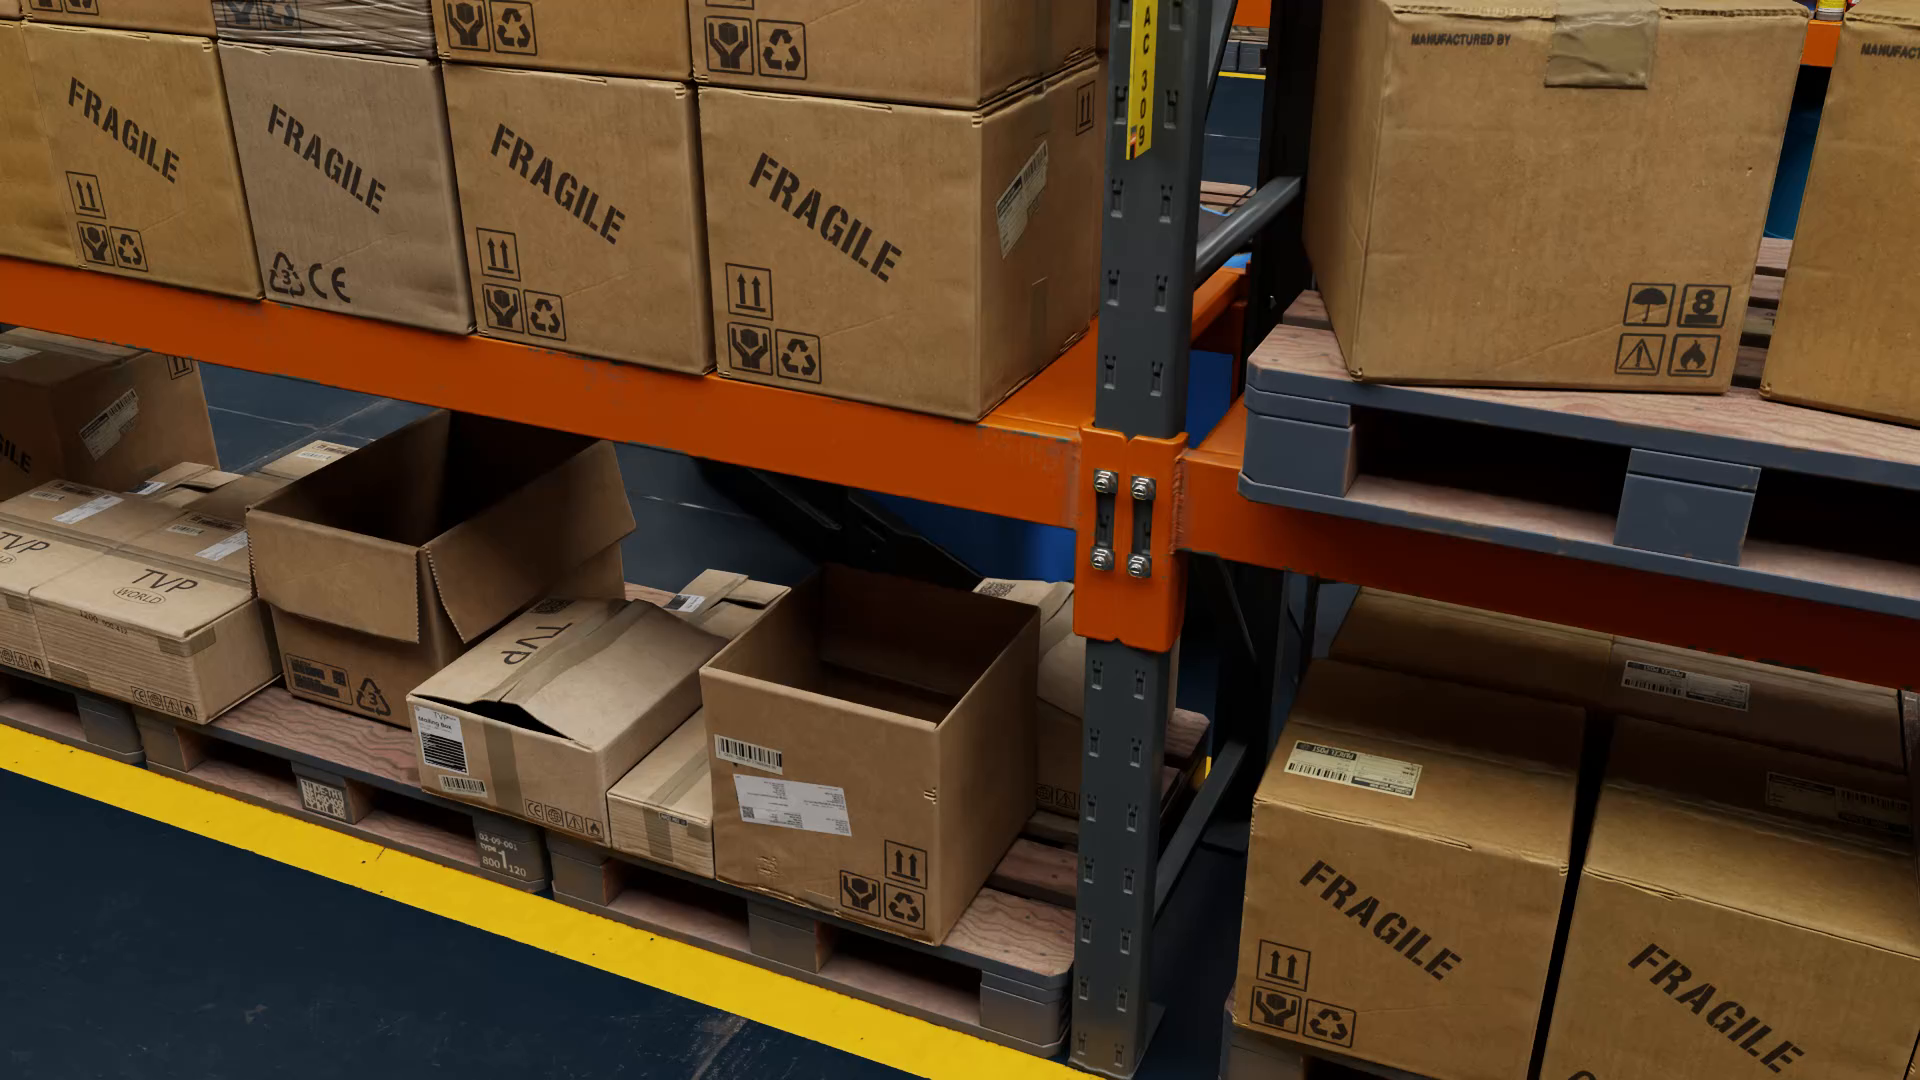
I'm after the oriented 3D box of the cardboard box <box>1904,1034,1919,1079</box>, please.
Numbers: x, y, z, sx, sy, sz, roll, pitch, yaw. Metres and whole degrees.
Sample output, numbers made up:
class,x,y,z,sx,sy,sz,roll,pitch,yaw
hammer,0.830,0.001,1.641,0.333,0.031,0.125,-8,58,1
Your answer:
class,x,y,z,sx,sy,sz,roll,pitch,yaw
cardboard box,1.753,0.774,2.613,0.500,0.500,0.500,12,29,22

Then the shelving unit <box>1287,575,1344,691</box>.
class,x,y,z,sx,sy,sz,roll,pitch,yaw
shelving unit,1.140,-0.621,4.135,0.503,2.100,0.431,-1,26,-3

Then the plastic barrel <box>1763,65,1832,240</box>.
class,x,y,z,sx,sy,sz,roll,pitch,yaw
plastic barrel,3.658,-1.526,6.853,0.708,0.901,0.600,11,28,22

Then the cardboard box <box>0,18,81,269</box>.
class,x,y,z,sx,sy,sz,roll,pitch,yaw
cardboard box,-1.948,-0.927,3.625,0.500,0.500,0.500,11,28,22

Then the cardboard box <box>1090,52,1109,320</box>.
class,x,y,z,sx,sy,sz,roll,pitch,yaw
cardboard box,0.120,-0.771,3.307,0.500,0.500,0.500,12,29,23

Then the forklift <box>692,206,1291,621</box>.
class,x,y,z,sx,sy,sz,roll,pitch,yaw
forklift,-0.263,-1.567,5.115,1.130,2.935,3.031,-16,31,-30

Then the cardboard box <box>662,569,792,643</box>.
class,x,y,z,sx,sy,sz,roll,pitch,yaw
cardboard box,-0.613,0.232,4.092,0.250,0.166,0.380,11,28,22

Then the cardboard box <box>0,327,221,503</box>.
class,x,y,z,sx,sy,sz,roll,pitch,yaw
cardboard box,-2.573,-0.330,4.857,0.500,0.500,0.500,11,28,22

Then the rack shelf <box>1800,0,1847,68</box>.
class,x,y,z,sx,sy,sz,roll,pitch,yaw
rack shelf,4.346,-1.826,6.377,4.000,0.370,1.077,11,28,22

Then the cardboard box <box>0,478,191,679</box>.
class,x,y,z,sx,sy,sz,roll,pitch,yaw
cardboard box,-2.337,0.086,4.294,0.500,0.250,0.500,11,28,22

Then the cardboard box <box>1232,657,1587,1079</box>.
class,x,y,z,sx,sy,sz,roll,pitch,yaw
cardboard box,0.811,0.587,2.994,0.500,0.500,0.500,10,28,19

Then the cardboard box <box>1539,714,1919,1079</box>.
class,x,y,z,sx,sy,sz,roll,pitch,yaw
cardboard box,1.301,0.680,2.805,0.500,0.500,0.500,12,29,23

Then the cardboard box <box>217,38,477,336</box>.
class,x,y,z,sx,sy,sz,roll,pitch,yaw
cardboard box,-1.028,-0.743,3.251,0.500,0.500,0.500,12,29,23

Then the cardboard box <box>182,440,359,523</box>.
class,x,y,z,sx,sy,sz,roll,pitch,yaw
cardboard box,-1.721,-0.032,4.535,0.500,0.250,0.500,11,28,22

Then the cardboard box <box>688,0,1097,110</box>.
class,x,y,z,sx,sy,sz,roll,pitch,yaw
cardboard box,-0.096,-1.005,2.651,0.500,0.500,0.500,12,28,22

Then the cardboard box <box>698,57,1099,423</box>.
class,x,y,z,sx,sy,sz,roll,pitch,yaw
cardboard box,-0.090,-0.557,2.871,0.500,0.500,0.500,12,29,23

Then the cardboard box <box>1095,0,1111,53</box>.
class,x,y,z,sx,sy,sz,roll,pitch,yaw
cardboard box,0.159,-1.216,3.079,0.500,0.500,0.500,12,29,23

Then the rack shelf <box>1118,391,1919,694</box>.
class,x,y,z,sx,sy,sz,roll,pitch,yaw
rack shelf,2.292,0.165,2.333,4.000,0.370,1.077,11,28,22

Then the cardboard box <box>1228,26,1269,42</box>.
class,x,y,z,sx,sy,sz,roll,pitch,yaw
cardboard box,2.378,-4.221,12.358,0.875,0.875,0.875,11,28,22

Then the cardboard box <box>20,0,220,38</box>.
class,x,y,z,sx,sy,sz,roll,pitch,yaw
cardboard box,-1.480,-1.283,3.214,0.500,0.500,0.500,11,28,21

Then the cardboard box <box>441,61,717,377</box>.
class,x,y,z,sx,sy,sz,roll,pitch,yaw
cardboard box,-0.560,-0.650,3.062,0.500,0.500,0.500,12,29,23

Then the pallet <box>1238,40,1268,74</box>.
class,x,y,z,sx,sy,sz,roll,pitch,yaw
pallet,2.801,-3.648,12.420,1.213,0.211,1.003,11,28,22

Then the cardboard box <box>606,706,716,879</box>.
class,x,y,z,sx,sy,sz,roll,pitch,yaw
cardboard box,-0.531,0.524,3.520,0.250,0.149,0.380,11,28,22

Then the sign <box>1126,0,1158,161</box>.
class,x,y,z,sx,sy,sz,roll,pitch,yaw
sign,0.254,-0.692,2.280,0.005,0.325,0.100,11,28,22

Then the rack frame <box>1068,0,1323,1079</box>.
class,x,y,z,sx,sy,sz,roll,pitch,yaw
rack frame,0.471,-0.523,2.917,0.127,3.000,1.000,11,28,22

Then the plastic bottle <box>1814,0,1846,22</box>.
class,x,y,z,sx,sy,sz,roll,pitch,yaw
plastic bottle,3.305,-2.071,6.285,0.097,0.201,0.097,0,26,0

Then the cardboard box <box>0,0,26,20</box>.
class,x,y,z,sx,sy,sz,roll,pitch,yaw
cardboard box,-1.943,-1.375,3.402,0.500,0.500,0.500,12,29,23

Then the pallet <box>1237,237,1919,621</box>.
class,x,y,z,sx,sy,sz,roll,pitch,yaw
pallet,1.154,-0.247,2.574,1.213,0.211,1.003,11,28,22

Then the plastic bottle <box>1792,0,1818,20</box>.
class,x,y,z,sx,sy,sz,roll,pitch,yaw
plastic bottle,3.216,-2.120,6.305,0.097,0.271,0.097,0,26,0

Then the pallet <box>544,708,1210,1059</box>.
class,x,y,z,sx,sy,sz,roll,pitch,yaw
pallet,-0.153,0.602,3.789,1.213,0.211,1.003,11,28,22

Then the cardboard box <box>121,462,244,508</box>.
class,x,y,z,sx,sy,sz,roll,pitch,yaw
cardboard box,-2.242,-0.070,4.707,0.250,0.166,0.380,11,28,22

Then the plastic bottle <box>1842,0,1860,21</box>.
class,x,y,z,sx,sy,sz,roll,pitch,yaw
plastic bottle,3.393,-2.053,6.248,0.097,0.201,0.097,0,26,0

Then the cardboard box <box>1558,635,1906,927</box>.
class,x,y,z,sx,sy,sz,roll,pitch,yaw
cardboard box,1.486,0.469,3.233,0.500,0.500,0.500,11,28,22

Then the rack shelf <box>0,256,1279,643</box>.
class,x,y,z,sx,sy,sz,roll,pitch,yaw
rack shelf,-1.349,-0.566,3.819,4.000,0.370,1.077,11,28,22

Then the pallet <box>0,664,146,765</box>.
class,x,y,z,sx,sy,sz,roll,pitch,yaw
pallet,-2.375,0.156,4.695,1.213,0.211,1.003,11,28,22

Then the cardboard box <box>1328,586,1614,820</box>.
class,x,y,z,sx,sy,sz,roll,pitch,yaw
cardboard box,1.039,0.376,3.423,0.500,0.500,0.500,11,28,22

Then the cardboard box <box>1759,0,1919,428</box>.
class,x,y,z,sx,sy,sz,roll,pitch,yaw
cardboard box,1.462,-0.480,2.240,0.500,0.500,0.700,16,31,30

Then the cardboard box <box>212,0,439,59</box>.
class,x,y,z,sx,sy,sz,roll,pitch,yaw
cardboard box,-1.022,-1.190,3.026,0.500,0.500,0.500,12,28,22

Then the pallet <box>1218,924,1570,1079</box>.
class,x,y,z,sx,sy,sz,roll,pitch,yaw
pallet,1.227,0.861,3.262,1.213,0.211,1.003,11,28,22

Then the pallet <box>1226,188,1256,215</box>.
class,x,y,z,sx,sy,sz,roll,pitch,yaw
pallet,1.840,-1.382,7.819,1.213,0.211,1.003,11,28,22

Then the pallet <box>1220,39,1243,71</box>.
class,x,y,z,sx,sy,sz,roll,pitch,yaw
pallet,1.694,-3.872,12.875,1.213,0.211,1.003,11,28,22

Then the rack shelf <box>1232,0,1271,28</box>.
class,x,y,z,sx,sy,sz,roll,pitch,yaw
rack shelf,0.705,-2.557,7.863,4.000,0.370,1.077,11,28,22

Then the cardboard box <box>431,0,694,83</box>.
class,x,y,z,sx,sy,sz,roll,pitch,yaw
cardboard box,-0.564,-1.098,2.839,0.500,0.500,0.500,11,28,21

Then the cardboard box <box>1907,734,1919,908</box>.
class,x,y,z,sx,sy,sz,roll,pitch,yaw
cardboard box,1.721,0.433,2.457,0.500,0.250,0.500,11,28,22

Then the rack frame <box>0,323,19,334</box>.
class,x,y,z,sx,sy,sz,roll,pitch,yaw
rack frame,-3.170,-1.255,4.403,0.127,3.000,1.000,11,28,22

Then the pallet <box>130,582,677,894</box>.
class,x,y,z,sx,sy,sz,roll,pitch,yaw
pallet,-1.268,0.379,4.241,1.213,0.211,1.003,11,28,22

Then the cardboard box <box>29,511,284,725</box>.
class,x,y,z,sx,sy,sz,roll,pitch,yaw
cardboard box,-1.882,0.178,4.108,0.500,0.250,0.500,11,28,22

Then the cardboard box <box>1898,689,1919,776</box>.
class,x,y,z,sx,sy,sz,roll,pitch,yaw
cardboard box,1.942,0.561,3.046,0.500,0.500,0.500,12,29,22

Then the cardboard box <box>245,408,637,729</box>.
class,x,y,z,sx,sy,sz,roll,pitch,yaw
cardboard box,-1.241,0.058,4.065,0.637,0.503,0.797,11,28,22

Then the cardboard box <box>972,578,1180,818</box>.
class,x,y,z,sx,sy,sz,roll,pitch,yaw
cardboard box,0.179,0.322,3.747,0.500,0.311,0.500,11,28,22

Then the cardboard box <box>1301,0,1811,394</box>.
class,x,y,z,sx,sy,sz,roll,pitch,yaw
cardboard box,0.810,-0.580,2.444,0.500,0.500,0.700,2,26,4

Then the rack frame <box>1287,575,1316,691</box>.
class,x,y,z,sx,sy,sz,roll,pitch,yaw
rack frame,0.896,-0.616,4.123,0.015,2.100,0.400,-1,26,-3

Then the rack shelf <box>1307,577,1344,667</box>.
class,x,y,z,sx,sy,sz,roll,pitch,yaw
rack shelf,1.140,0.019,4.450,0.480,0.518,0.431,-1,26,-3

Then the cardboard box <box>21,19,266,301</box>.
class,x,y,z,sx,sy,sz,roll,pitch,yaw
cardboard box,-1.493,-0.835,3.438,0.500,0.500,0.500,12,29,22

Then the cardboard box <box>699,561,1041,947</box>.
class,x,y,z,sx,sy,sz,roll,pitch,yaw
cardboard box,-0.165,0.411,3.352,0.500,0.500,0.500,11,28,22

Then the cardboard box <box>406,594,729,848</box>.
class,x,y,z,sx,sy,sz,roll,pitch,yaw
cardboard box,-0.847,0.358,3.672,0.500,0.311,0.500,11,28,22

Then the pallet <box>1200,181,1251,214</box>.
class,x,y,z,sx,sy,sz,roll,pitch,yaw
pallet,0.725,-1.605,8.270,1.213,0.211,1.003,11,28,22
